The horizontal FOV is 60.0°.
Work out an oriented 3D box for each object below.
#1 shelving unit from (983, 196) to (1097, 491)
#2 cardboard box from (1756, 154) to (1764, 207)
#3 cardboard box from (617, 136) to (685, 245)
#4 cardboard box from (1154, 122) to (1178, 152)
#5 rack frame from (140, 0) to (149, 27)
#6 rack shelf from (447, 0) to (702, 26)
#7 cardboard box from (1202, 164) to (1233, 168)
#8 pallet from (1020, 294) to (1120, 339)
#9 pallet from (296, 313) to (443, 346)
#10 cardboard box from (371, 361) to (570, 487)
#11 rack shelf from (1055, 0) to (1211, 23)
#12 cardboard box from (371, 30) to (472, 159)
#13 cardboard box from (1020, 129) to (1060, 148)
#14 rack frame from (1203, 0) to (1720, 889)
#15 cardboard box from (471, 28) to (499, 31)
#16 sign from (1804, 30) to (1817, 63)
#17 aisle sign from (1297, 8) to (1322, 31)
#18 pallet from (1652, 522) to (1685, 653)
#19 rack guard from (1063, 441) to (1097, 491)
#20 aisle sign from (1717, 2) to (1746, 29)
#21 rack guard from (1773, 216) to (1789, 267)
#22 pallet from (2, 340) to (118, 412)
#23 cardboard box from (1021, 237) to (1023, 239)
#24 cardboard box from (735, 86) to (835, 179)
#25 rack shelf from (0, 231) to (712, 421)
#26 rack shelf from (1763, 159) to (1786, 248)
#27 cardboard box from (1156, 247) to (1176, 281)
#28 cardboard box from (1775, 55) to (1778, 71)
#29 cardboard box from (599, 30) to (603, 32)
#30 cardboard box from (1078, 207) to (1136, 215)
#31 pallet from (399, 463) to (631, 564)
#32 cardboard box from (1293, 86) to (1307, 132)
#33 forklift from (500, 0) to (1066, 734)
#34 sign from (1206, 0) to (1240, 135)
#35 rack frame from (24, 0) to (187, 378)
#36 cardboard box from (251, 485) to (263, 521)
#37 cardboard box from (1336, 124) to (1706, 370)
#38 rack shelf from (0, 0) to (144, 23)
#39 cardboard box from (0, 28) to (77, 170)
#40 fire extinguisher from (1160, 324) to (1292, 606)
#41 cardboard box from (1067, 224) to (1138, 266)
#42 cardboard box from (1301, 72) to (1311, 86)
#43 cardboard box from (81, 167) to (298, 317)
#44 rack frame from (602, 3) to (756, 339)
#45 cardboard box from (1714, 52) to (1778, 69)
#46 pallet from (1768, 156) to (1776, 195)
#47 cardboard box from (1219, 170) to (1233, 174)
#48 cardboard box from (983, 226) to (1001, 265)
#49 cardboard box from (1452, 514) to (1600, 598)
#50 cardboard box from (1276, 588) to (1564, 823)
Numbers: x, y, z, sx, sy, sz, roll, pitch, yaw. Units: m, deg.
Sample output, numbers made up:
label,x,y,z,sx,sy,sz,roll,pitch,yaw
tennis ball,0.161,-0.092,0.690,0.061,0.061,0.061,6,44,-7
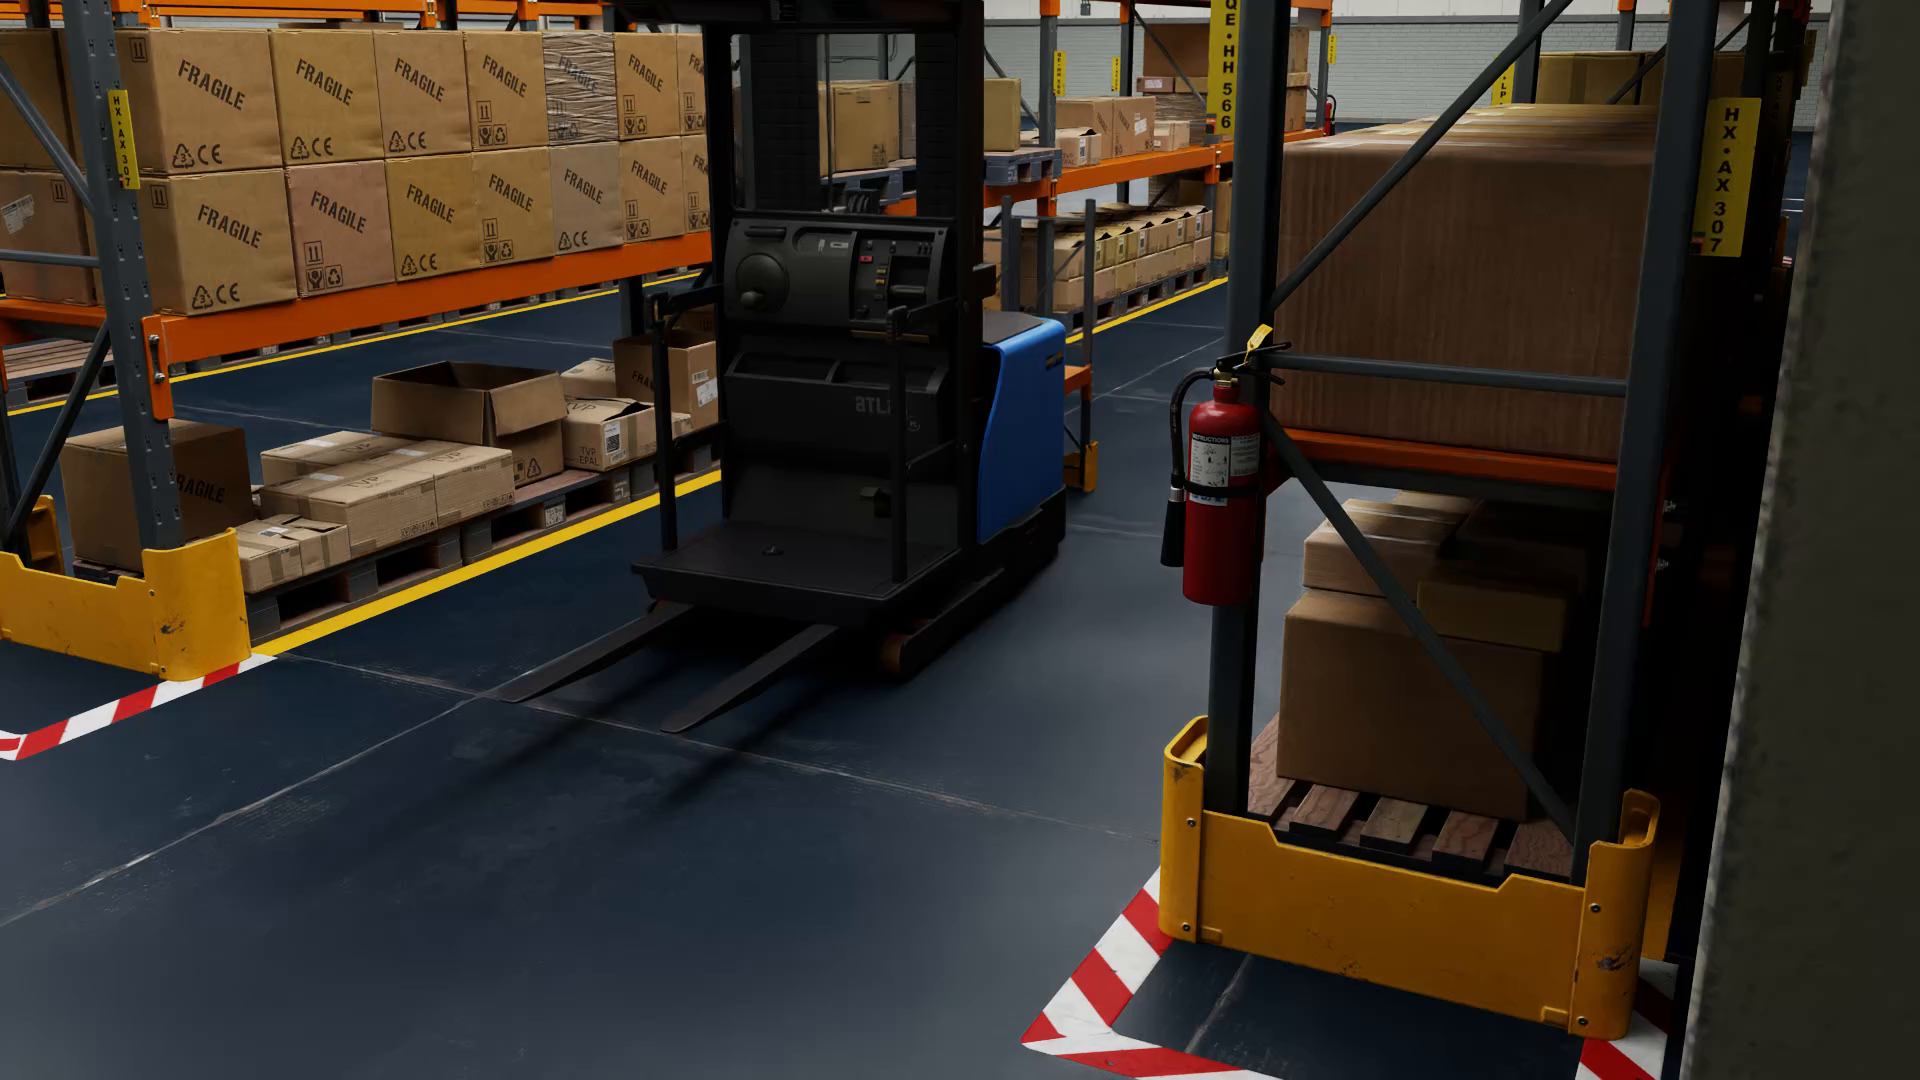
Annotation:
label,x,y,z,sx,sy,sz,roll,pitch,yaw
shelving unit,0.241,-0.887,8.210,0.587,1.500,1.083,7,18,23
cardboard box,3.786,-1.946,8.407,0.500,0.500,0.500,8,18,24
cardboard box,-1.756,-1.785,8.423,0.500,0.500,0.500,9,19,27
cardboard box,1.813,-3.754,15.466,0.396,0.266,0.258,8,18,24
rack frame,-8.606,-4.308,17.095,1.000,3.000,0.127,8,18,25
rack shelf,-3.282,-5.281,16.364,1.077,0.370,4.000,8,18,25
cardboard box,2.957,-3.963,18.706,0.500,0.500,0.500,8,18,25
pallet,0.657,-1.915,13.935,1.003,0.211,1.213,8,18,25
pallet,-5.037,-1.826,13.635,1.003,0.211,1.213,8,18,25
cardboard box,-2.368,-0.563,8.098,0.797,0.503,0.637,8,18,25
rack shelf,1.148,-4.650,14.239,1.077,0.370,4.000,8,18,25
cardboard box,-2.431,-1.877,6.978,0.500,0.500,0.500,8,18,26
cardboard box,0.456,-3.091,13.155,0.500,0.311,0.500,9,19,29
rack frame,1.113,-0.380,3.870,1.000,3.000,0.127,8,18,25
cardboard box,-6.168,-6.207,21.033,0.500,0.500,0.500,8,18,25
sign,8.750,-5.086,17.126,0.100,0.325,0.005,8,18,25
aisle sign,4.121,-6.310,19.270,0.394,0.787,0.004,8,18,25
pallet,2.490,0.122,7.078,1.003,0.211,1.213,8,18,25
rack guard,0.440,-0.418,8.825,0.587,0.250,0.087,7,18,23
aisle sign,8.026,-5.758,17.411,0.394,0.787,0.004,8,18,25
rack guard,8.228,-3.238,17.882,1.175,0.500,0.348,8,18,25
pallet,-6.257,-1.130,11.293,1.003,0.211,1.213,8,18,25
cardboard box,0.268,-2.364,13.655,0.500,0.311,0.500,9,19,27
cardboard box,-1.121,-2.370,9.655,0.700,0.500,0.500,2,17,7
rack shelf,-2.427,-1.174,7.806,1.077,0.370,4.000,8,18,25
rack shelf,5.581,-2.582,12.548,1.077,0.370,4.000,8,18,25
cardboard box,1.660,-2.548,15.259,0.500,0.250,0.500,9,19,27
cardboard box,3.786,-2.305,8.300,0.500,0.250,0.500,7,18,24
cardboard box,-5.056,-6.844,23.180,0.500,0.500,0.500,8,18,25
cardboard box,1.406,-3.018,15.856,0.500,0.311,0.500,8,18,25
pallet,-2.385,-0.205,8.177,1.003,0.211,1.213,8,18,25
cardboard box,3.609,-5.015,19.301,0.700,0.500,0.500,8,18,25
forklift,-0.569,-1.034,6.193,1.130,2.935,3.031,7,18,23
sign,0.634,-1.121,3.915,0.100,0.325,0.005,8,18,25
rack frame,-5.963,-2.659,11.544,1.000,3.000,0.127,8,18,25
cardboard box,-3.036,-0.124,7.210,0.380,0.166,0.250,8,18,25
cardboard box,1.647,-0.842,4.897,0.980,0.700,0.700,8,18,25
rack shelf,-9.500,-4.892,15.056,1.077,0.370,4.000,8,18,25
cardboard box,-3.368,-1.685,6.331,0.500,0.500,0.500,8,18,25
fire extinguisher,0.633,-0.185,4.002,0.296,0.674,0.183,8,18,25
cardboard box,1.208,-2.560,14.315,0.500,0.311,0.500,8,18,24
cardboard box,3.829,-5.322,19.194,0.380,0.149,0.250,8,18,24
cardboard box,-2.886,-1.137,6.242,0.500,0.500,0.500,9,19,27
rack frame,-1.533,-2.028,9.419,1.000,3.000,0.127,8,18,25
cardboard box,3.567,-2.177,7.868,0.500,0.250,0.500,8,18,26
pallet,4.911,-2.521,11.414,1.213,0.211,1.003,8,18,25
cardboard box,2.976,-3.642,17.625,0.500,0.500,0.500,8,18,25
cardboard box,0.025,-2.136,12.083,0.500,0.250,0.500,9,19,27
cardboard box,1.685,0.043,4.958,0.380,0.149,0.250,8,18,26
cardboard box,1.336,0.426,4.809,0.700,0.500,0.500,8,18,25
